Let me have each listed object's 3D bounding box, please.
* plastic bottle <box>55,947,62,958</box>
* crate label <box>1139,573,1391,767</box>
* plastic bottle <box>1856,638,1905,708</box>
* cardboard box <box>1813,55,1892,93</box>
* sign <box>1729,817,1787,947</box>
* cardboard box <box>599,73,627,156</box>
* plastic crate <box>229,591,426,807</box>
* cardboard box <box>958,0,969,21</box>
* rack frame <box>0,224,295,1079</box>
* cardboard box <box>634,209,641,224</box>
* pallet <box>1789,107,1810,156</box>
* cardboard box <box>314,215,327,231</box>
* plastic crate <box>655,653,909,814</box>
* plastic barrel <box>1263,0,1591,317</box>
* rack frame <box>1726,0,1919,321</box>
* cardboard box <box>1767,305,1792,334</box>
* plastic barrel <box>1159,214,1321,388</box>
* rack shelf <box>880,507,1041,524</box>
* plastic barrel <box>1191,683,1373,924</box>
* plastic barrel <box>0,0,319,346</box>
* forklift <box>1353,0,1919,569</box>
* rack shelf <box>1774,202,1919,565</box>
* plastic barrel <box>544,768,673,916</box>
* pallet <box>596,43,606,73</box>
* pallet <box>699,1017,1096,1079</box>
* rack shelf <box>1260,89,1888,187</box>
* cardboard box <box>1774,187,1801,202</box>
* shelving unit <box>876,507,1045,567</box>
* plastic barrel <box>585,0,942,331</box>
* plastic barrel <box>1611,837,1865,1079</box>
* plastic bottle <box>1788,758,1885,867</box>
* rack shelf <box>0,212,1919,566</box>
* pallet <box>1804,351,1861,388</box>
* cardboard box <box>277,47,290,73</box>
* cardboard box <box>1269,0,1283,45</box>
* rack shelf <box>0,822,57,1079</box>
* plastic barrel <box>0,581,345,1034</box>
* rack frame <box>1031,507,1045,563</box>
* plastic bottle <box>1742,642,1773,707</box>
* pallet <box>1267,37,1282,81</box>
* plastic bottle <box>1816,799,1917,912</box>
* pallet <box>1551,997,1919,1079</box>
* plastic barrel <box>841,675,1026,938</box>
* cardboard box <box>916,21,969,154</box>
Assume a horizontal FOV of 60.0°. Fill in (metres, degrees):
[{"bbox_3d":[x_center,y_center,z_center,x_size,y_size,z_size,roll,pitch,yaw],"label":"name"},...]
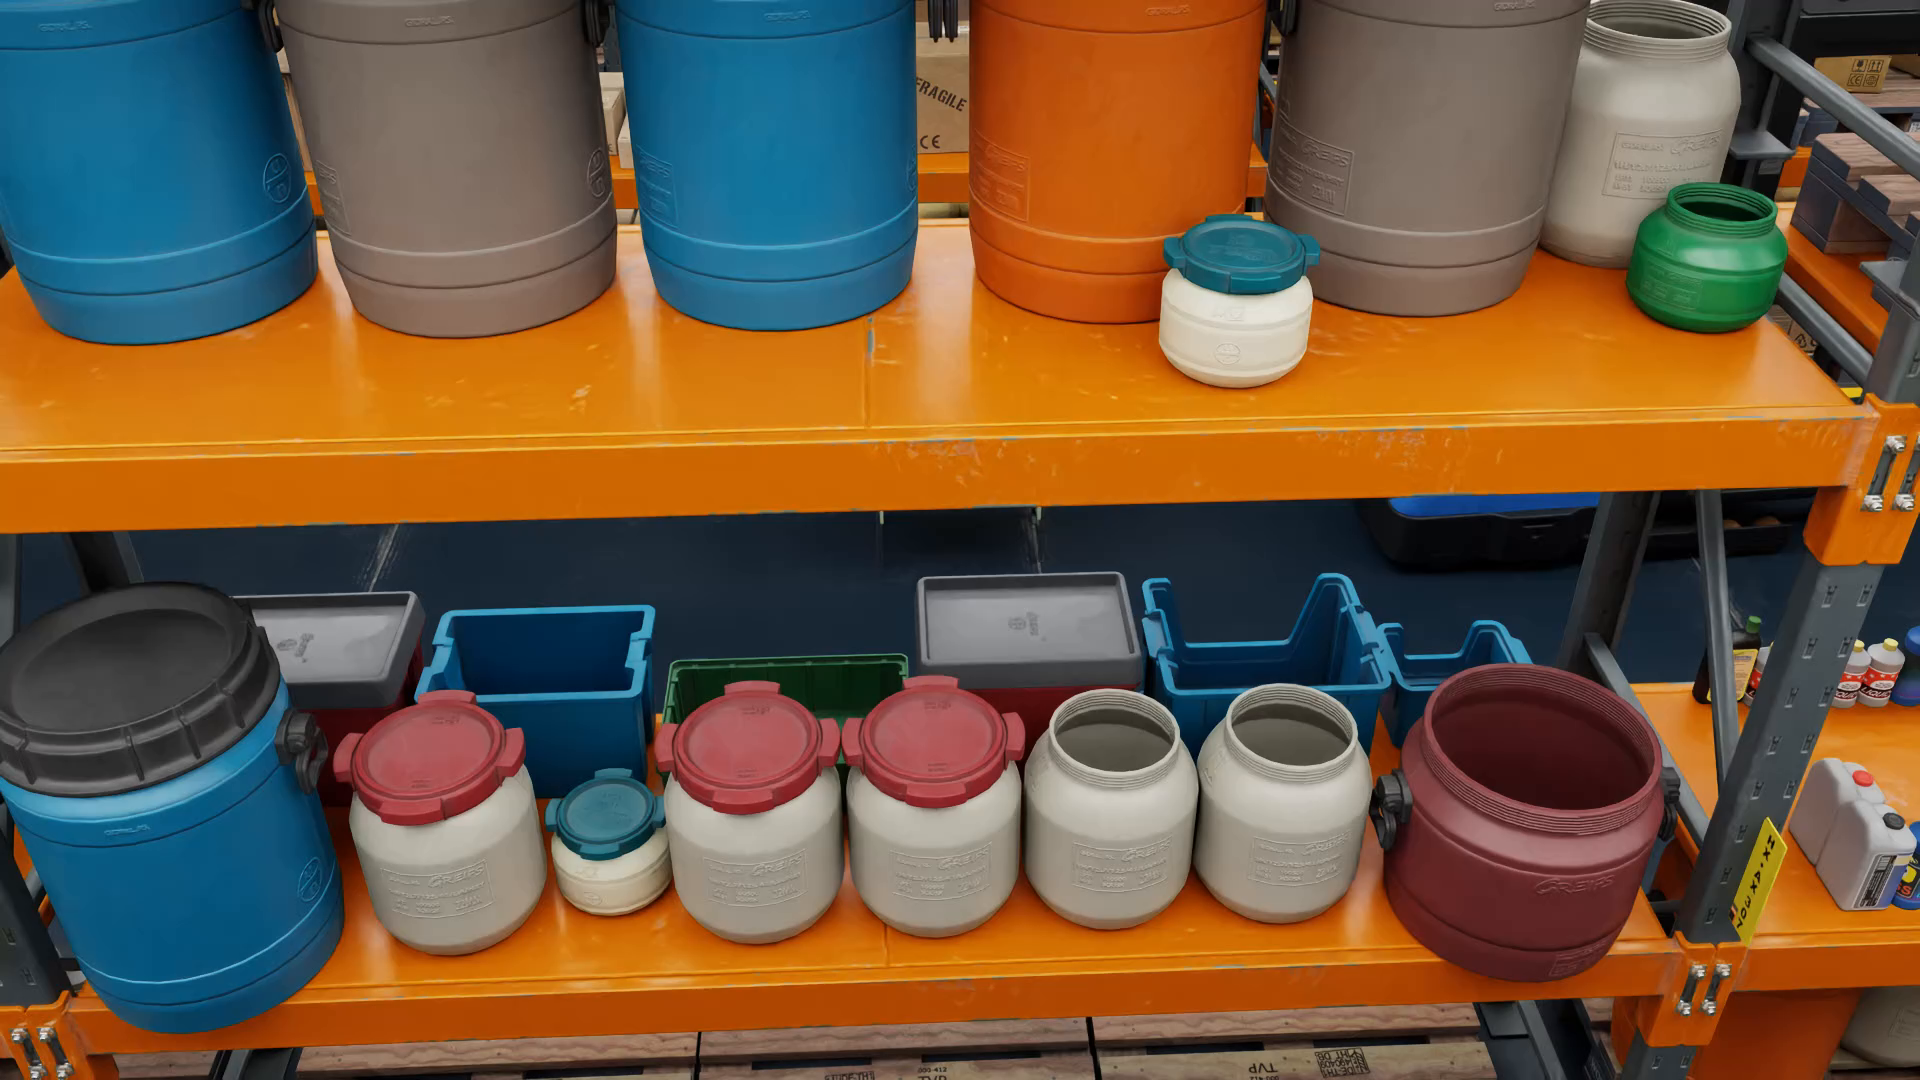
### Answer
[{"bbox_3d":[-2.854,1.375,5.134,0.135,0.276,0.152,0,35,0],"label":"plastic bottle"},{"bbox_3d":[0.797,0.403,4.501,0.616,0.435,0.502,-2,35,-2],"label":"crate label"},{"bbox_3d":[2.630,0.371,4.752,0.097,0.201,0.097,0,35,0],"label":"plastic bottle"},{"bbox_3d":[4.399,-2.652,8.490,0.500,0.500,0.700,4,35,5],"label":"cardboard box"},{"bbox_3d":[1.835,0.790,3.829,0.005,0.325,0.100,-2,35,-2],"label":"sign"},{"bbox_3d":[-1.934,-2.140,8.338,0.500,0.250,0.500,1,35,1],"label":"cardboard box"},{"bbox_3d":[-1.724,0.439,4.423,0.583,0.464,0.402,-2,35,-2],"label":"plastic crate"},{"bbox_3d":[0.096,-4.243,13.055,0.500,0.500,0.700,-2,35,-2],"label":"cardboard box"},{"bbox_3d":[-2.193,0.652,4.171,0.127,3.000,1.000,-2,35,-2],"label":"rack frame"},{"bbox_3d":[-1.514,-1.627,9.020,0.500,0.311,0.500,-1,35,-1],"label":"cardboard box"},{"bbox_3d":[3.514,-2.247,8.530,1.213,0.211,1.003,-2,35,-2],"label":"pallet"},{"bbox_3d":[-3.377,-1.370,8.482,0.500,0.500,0.500,-2,35,-2],"label":"cardboard box"},{"bbox_3d":[-0.467,0.532,4.531,0.662,0.188,0.450,-2,35,-2],"label":"plastic crate"},{"bbox_3d":[0.971,-0.996,3.477,0.600,0.901,0.600,0,35,0],"label":"plastic barrel"},{"bbox_3d":[1.802,-1.922,2.620,0.127,3.000,1.000,-2,35,-2],"label":"rack frame"},{"bbox_3d":[4.092,-1.334,8.852,0.500,0.500,0.500,-1,35,-2],"label":"cardboard box"},{"bbox_3d":[0.543,-0.465,3.272,0.301,0.262,0.301,0,35,0],"label":"plastic barrel"},{"bbox_3d":[-0.007,-0.348,7.508,0.720,0.370,0.431,-2,35,-2],"label":"rack shelf"},{"bbox_3d":[0.785,0.648,4.080,0.421,0.512,0.421,0,35,0],"label":"plastic barrel"},{"bbox_3d":[-1.696,-0.924,3.373,0.708,0.901,0.600,-2,35,-2],"label":"plastic barrel"},{"bbox_3d":[3.374,-1.430,7.241,3.031,2.935,1.130,-4,35,-5],"label":"forklift"},{"bbox_3d":[3.800,-0.447,3.756,4.000,0.370,1.077,-2,35,-2],"label":"rack shelf"},{"bbox_3d":[-0.864,0.761,4.136,0.301,0.262,0.301,0,35,0],"label":"plastic barrel"},{"bbox_3d":[-3.332,-3.794,13.047,1.213,0.211,1.003,-2,35,-2],"label":"pallet"},{"bbox_3d":[-0.189,1.721,5.077,1.213,0.211,1.003,-2,35,-2],"label":"pallet"},{"bbox_3d":[3.569,-2.029,8.678,4.000,0.370,1.077,-2,35,-2],"label":"rack shelf"},{"bbox_3d":[4.540,-1.637,9.289,0.500,0.500,0.500,-1,35,-2],"label":"cardboard box"},{"bbox_3d":[-0.007,-0.617,7.323,0.755,1.500,0.431,-2,35,-2],"label":"shelving unit"},{"bbox_3d":[-0.389,-0.959,3.424,0.708,0.901,0.600,-2,35,-2],"label":"plastic barrel"},{"bbox_3d":[2.290,1.241,4.858,0.708,0.830,0.600,-2,35,-2],"label":"plastic barrel"},{"bbox_3d":[2.242,0.681,4.239,0.135,0.276,0.152,-2,35,-2],"label":"plastic bottle"},{"bbox_3d":[-0.196,-0.339,3.600,4.000,0.370,1.077,-2,35,-2],"label":"rack shelf"},{"bbox_3d":[4.756,-1.189,9.282,1.213,0.211,1.003,-2,35,-2],"label":"pallet"},{"bbox_3d":[-3.194,-2.328,7.820,0.250,0.149,0.380,-3,35,-4],"label":"cardboard box"},{"bbox_3d":[2.074,-4.321,12.878,0.750,0.750,0.750,-2,35,-3],"label":"cardboard box"},{"bbox_3d":[-4.191,1.002,4.298,4.000,0.370,1.077,-2,35,-2],"label":"rack shelf"},{"bbox_3d":[-1.793,0.608,3.795,0.708,0.901,0.600,-2,35,-2],"label":"plastic barrel"},{"bbox_3d":[0.359,-0.626,7.337,0.023,1.500,0.400,-2,35,-2],"label":"rack frame"},{"bbox_3d":[2.302,0.380,4.739,0.097,0.201,0.097,0,35,0],"label":"plastic bottle"},{"bbox_3d":[2.124,-3.919,13.227,1.213,0.211,1.003,-2,35,-2],"label":"pallet"},{"bbox_3d":[2.250,0.768,4.114,0.135,0.276,0.152,-2,35,-2],"label":"plastic bottle"},{"bbox_3d":[2.588,1.646,5.186,1.213,0.211,1.003,-2,35,-2],"label":"pallet"},{"bbox_3d":[-0.062,0.664,4.035,0.433,0.535,0.433,0,35,0],"label":"plastic barrel"},{"bbox_3d":[-0.104,-2.258,8.289,0.500,0.500,0.500,-3,35,-5],"label":"cardboard box"}]
